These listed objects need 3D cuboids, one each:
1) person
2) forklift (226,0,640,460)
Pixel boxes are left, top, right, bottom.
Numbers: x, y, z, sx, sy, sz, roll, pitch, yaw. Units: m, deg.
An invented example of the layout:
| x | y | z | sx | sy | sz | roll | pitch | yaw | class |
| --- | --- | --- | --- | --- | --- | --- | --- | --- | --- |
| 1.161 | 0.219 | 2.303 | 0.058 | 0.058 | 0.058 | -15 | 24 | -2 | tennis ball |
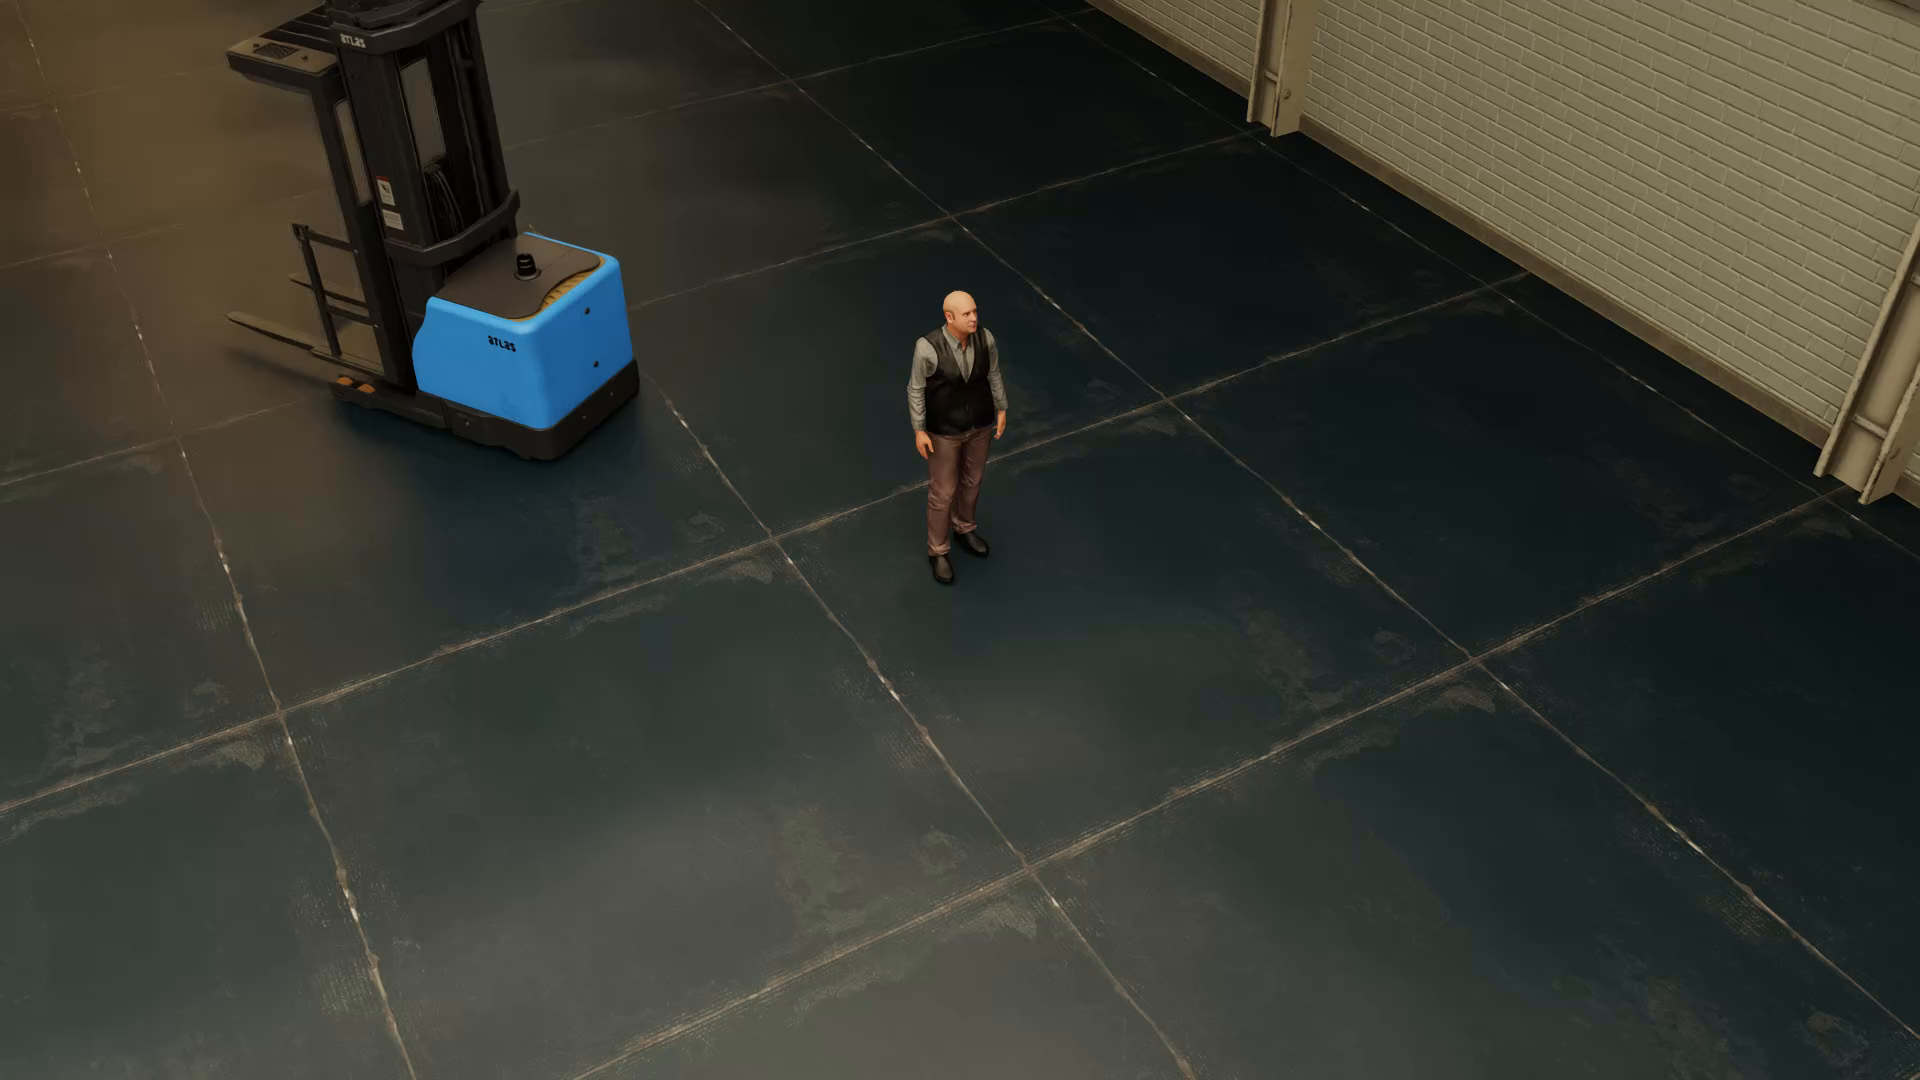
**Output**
| x | y | z | sx | sy | sz | roll | pitch | yaw | class |
| --- | --- | --- | --- | --- | --- | --- | --- | --- | --- |
| 0.025 | -0.631 | 9.733 | 0.633 | 1.722 | 0.566 | -20 | 44 | -23 | person |
| -3.763 | -2.309 | 10.820 | 3.031 | 2.935 | 1.130 | 18 | 43 | 21 | forklift |
